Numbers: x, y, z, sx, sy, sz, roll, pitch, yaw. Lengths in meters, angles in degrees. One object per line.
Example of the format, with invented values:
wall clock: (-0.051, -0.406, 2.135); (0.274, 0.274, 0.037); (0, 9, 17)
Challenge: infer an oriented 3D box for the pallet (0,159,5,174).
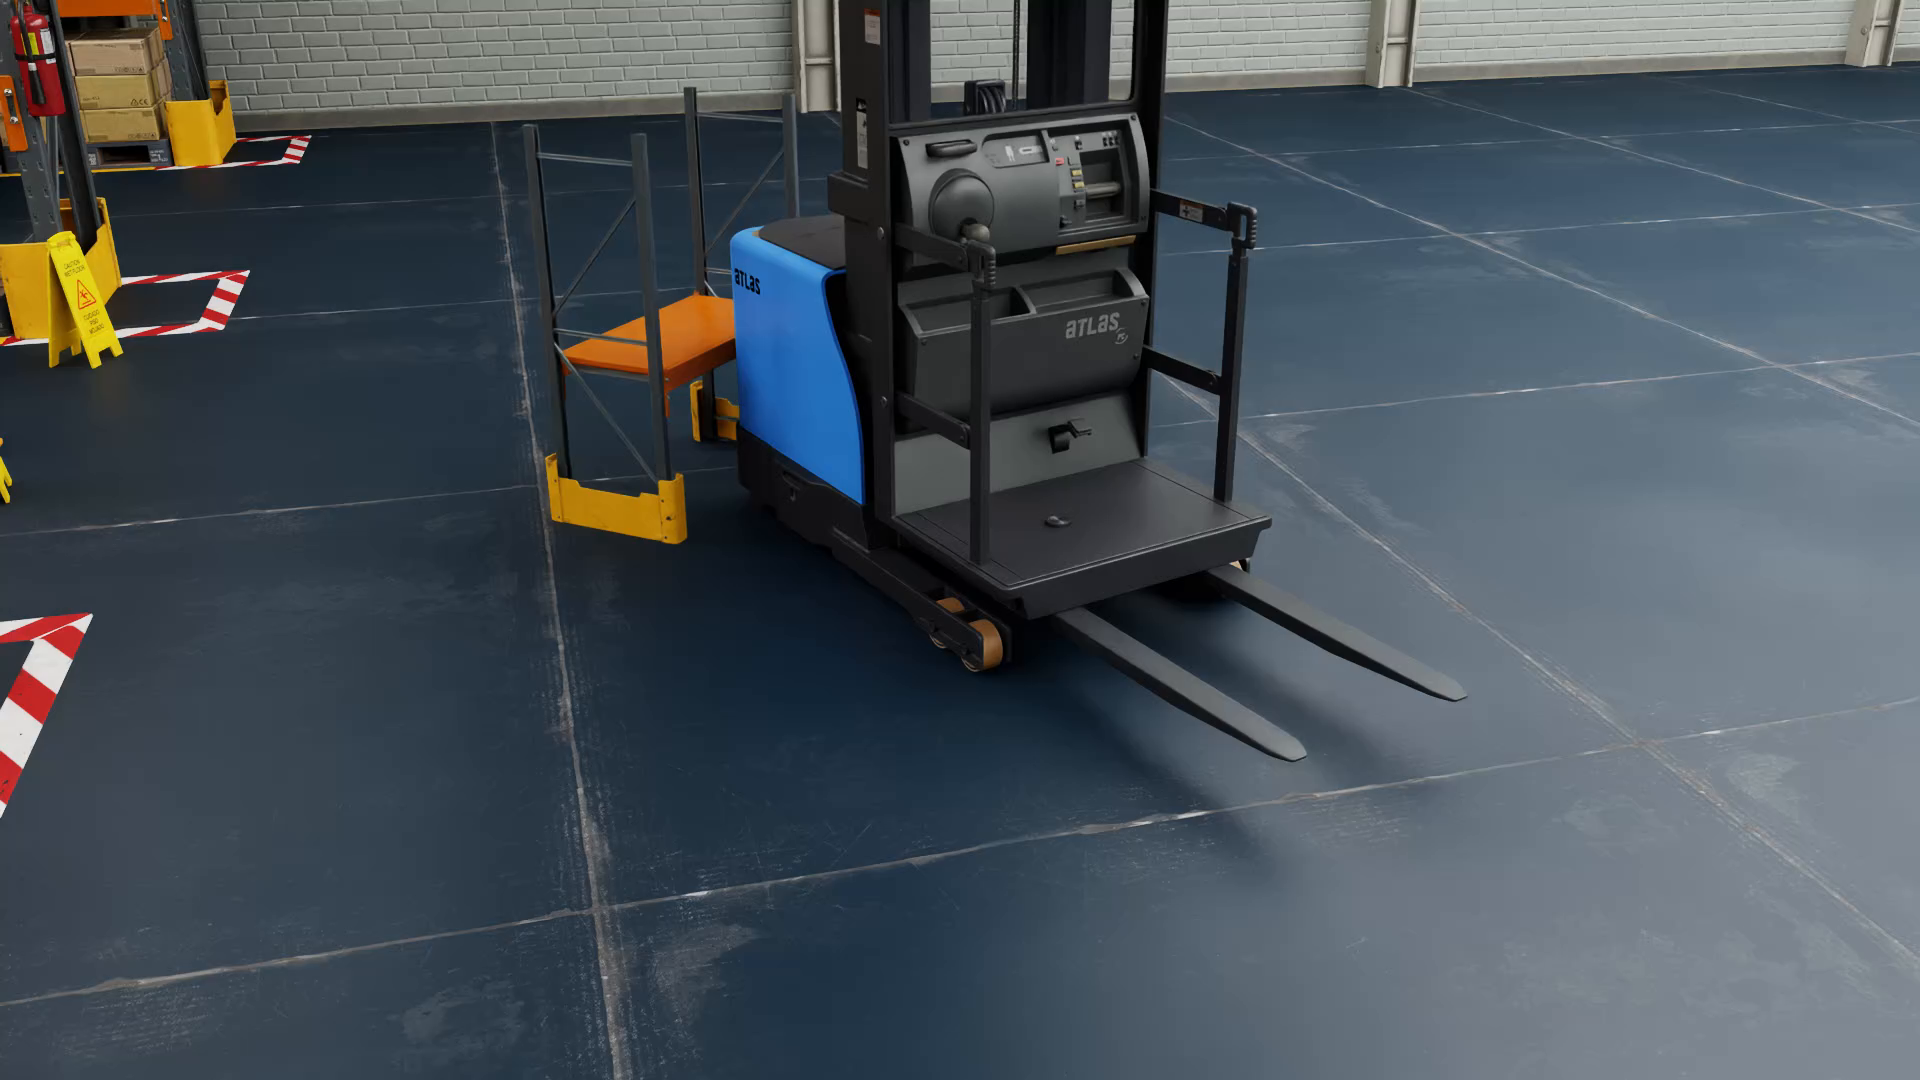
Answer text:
pallet: (-8.100, -3.043, 13.074); (1.213, 0.211, 1.003); (-6, 24, -14)

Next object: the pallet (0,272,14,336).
pallet: (-5.723, -1.304, 9.020); (1.213, 0.211, 1.003); (-6, 24, -14)

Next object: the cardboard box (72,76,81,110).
cardboard box: (-7.073, -3.490, 12.899); (0.500, 0.250, 0.500); (-7, 24, -15)

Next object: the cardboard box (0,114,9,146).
cardboard box: (-7.535, -3.211, 12.883); (0.500, 0.250, 0.500); (-6, 24, -14)

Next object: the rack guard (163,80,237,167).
rack guard: (-6.179, -3.404, 13.550); (0.348, 0.500, 1.175); (-6, 24, -14)

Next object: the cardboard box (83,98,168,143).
cardboard box: (-6.570, -3.310, 13.114); (0.500, 0.250, 0.500); (-6, 24, -14)

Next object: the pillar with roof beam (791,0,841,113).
pillar with roof beam: (-0.177, -6.580, 10.173); (0.400, 9.000, 9.100); (-6, 24, -14)

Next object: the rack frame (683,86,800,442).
rack frame: (-0.881, -1.099, 6.908); (0.500, 1.500, 0.032); (10, 25, 23)

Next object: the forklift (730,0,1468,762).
forklift: (0.335, -1.139, 5.188); (1.130, 2.935, 3.031); (-14, 27, -30)

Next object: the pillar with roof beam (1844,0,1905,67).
pillar with roof beam: (11.377, -7.858, 13.152); (0.400, 9.000, 9.100); (-6, 24, -14)

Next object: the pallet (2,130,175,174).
pallet: (-6.928, -3.172, 13.374); (1.213, 0.211, 1.003); (-6, 24, -14)

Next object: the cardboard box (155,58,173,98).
cardboard box: (-6.711, -3.738, 13.479); (0.500, 0.250, 0.500); (-6, 24, -13)

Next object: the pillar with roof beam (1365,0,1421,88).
pillar with roof beam: (5.600, -7.219, 11.662); (0.400, 9.000, 9.100); (-6, 24, -14)

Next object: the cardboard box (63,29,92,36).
cardboard box: (-7.197, -3.905, 13.234); (0.500, 0.250, 0.500); (-6, 24, -14)

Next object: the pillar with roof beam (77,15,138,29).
pillar with roof beam: (-5.954, -5.941, 8.683); (0.400, 9.000, 9.100); (-6, 24, -14)

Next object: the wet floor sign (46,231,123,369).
wet floor sign: (-4.386, -1.198, 8.224); (0.232, 0.644, 0.267); (2, 23, 4)

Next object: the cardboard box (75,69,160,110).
cardboard box: (-6.587, -3.539, 13.014); (0.500, 0.250, 0.500); (-7, 24, -15)

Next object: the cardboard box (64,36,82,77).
cardboard box: (-7.052, -3.715, 12.791); (0.500, 0.250, 0.500); (-6, 24, -13)

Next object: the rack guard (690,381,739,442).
rack guard: (-0.888, -0.517, 7.138); (0.587, 0.250, 0.087); (10, 25, 23)

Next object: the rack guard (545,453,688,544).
rack guard: (-1.305, -0.160, 6.306); (0.587, 0.250, 0.087); (10, 25, 23)

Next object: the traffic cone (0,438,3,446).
traffic cone: (-4.297, -0.580, 7.014); (0.334, 0.463, 0.336); (-6, 24, -14)

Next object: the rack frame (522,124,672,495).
rack frame: (-1.306, -0.734, 6.059); (0.500, 1.500, 0.032); (10, 25, 23)

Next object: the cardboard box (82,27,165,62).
cardboard box: (-6.716, -3.960, 13.361); (0.500, 0.250, 0.500); (-7, 24, -15)

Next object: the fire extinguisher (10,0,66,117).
fire extinguisher: (-4.623, -2.468, 8.296); (0.183, 0.674, 0.296); (-6, 24, -14)

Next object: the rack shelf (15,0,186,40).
rack shelf: (-8.128, -4.007, 12.696); (4.000, 0.370, 1.077); (-6, 24, -14)

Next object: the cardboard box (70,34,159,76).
cardboard box: (-6.562, -3.772, 12.923); (0.500, 0.250, 0.500); (-5, 24, -13)

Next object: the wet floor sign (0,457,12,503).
wet floor sign: (-3.931, -0.471, 6.528); (0.232, 0.644, 0.267); (-11, 25, -23)

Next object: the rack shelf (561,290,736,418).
rack shelf: (-1.093, -0.751, 6.554); (0.538, 0.185, 1.000); (10, 25, 23)

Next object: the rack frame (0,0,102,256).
rack frame: (-4.858, -2.666, 8.660); (0.127, 3.000, 1.000); (-6, 24, -14)

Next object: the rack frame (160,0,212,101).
rack frame: (-6.203, -4.550, 13.051); (0.127, 3.000, 1.000); (-6, 24, -14)

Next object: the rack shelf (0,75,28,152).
rack shelf: (-6.784, -2.123, 8.305); (4.000, 0.370, 1.077); (-6, 24, -14)

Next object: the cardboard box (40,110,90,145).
cardboard box: (-7.051, -3.260, 12.999); (0.500, 0.250, 0.500); (-6, 24, -14)

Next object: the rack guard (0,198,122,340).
rack guard: (-4.931, -1.509, 9.134); (0.348, 0.500, 1.175); (-6, 24, -14)

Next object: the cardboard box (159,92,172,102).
cardboard box: (-6.728, -3.502, 13.561); (0.500, 0.250, 0.500); (-6, 24, -14)

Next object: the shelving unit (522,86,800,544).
shelving unit: (-1.097, -0.913, 6.476); (0.587, 1.500, 1.083); (10, 25, 23)
